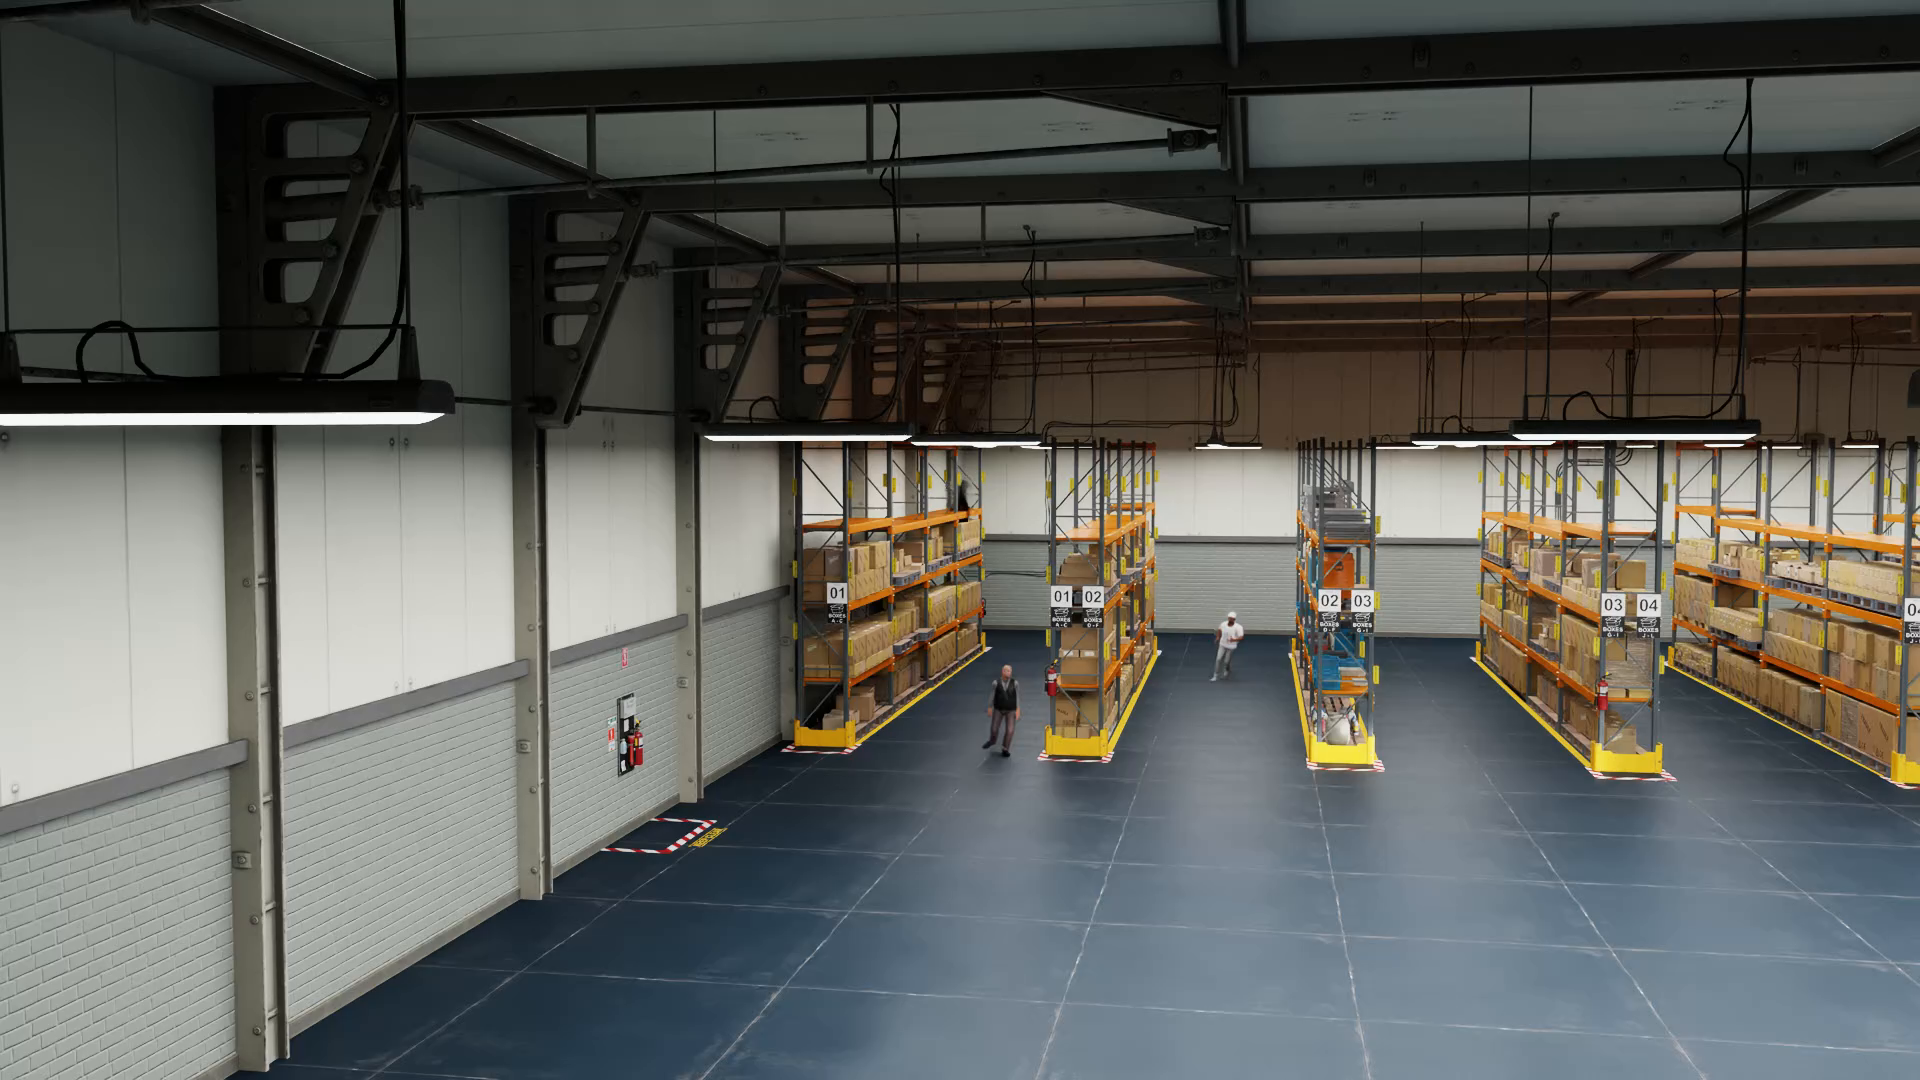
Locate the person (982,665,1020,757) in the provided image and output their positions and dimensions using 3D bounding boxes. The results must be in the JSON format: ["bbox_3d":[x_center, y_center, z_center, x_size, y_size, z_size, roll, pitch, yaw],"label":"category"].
[{"bbox_3d":[0.774,3.203,31.354,0.715,1.700,0.587,0,3,-1],"label":"person"}]

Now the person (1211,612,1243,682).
[{"bbox_3d":[6.705,2.648,41.472,0.744,1.716,0.953,1,3,24],"label":"person"}]

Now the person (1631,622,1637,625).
[{"bbox_3d":[17.696,2.549,43.382,0.627,1.786,0.697,1,3,12],"label":"person"}]
